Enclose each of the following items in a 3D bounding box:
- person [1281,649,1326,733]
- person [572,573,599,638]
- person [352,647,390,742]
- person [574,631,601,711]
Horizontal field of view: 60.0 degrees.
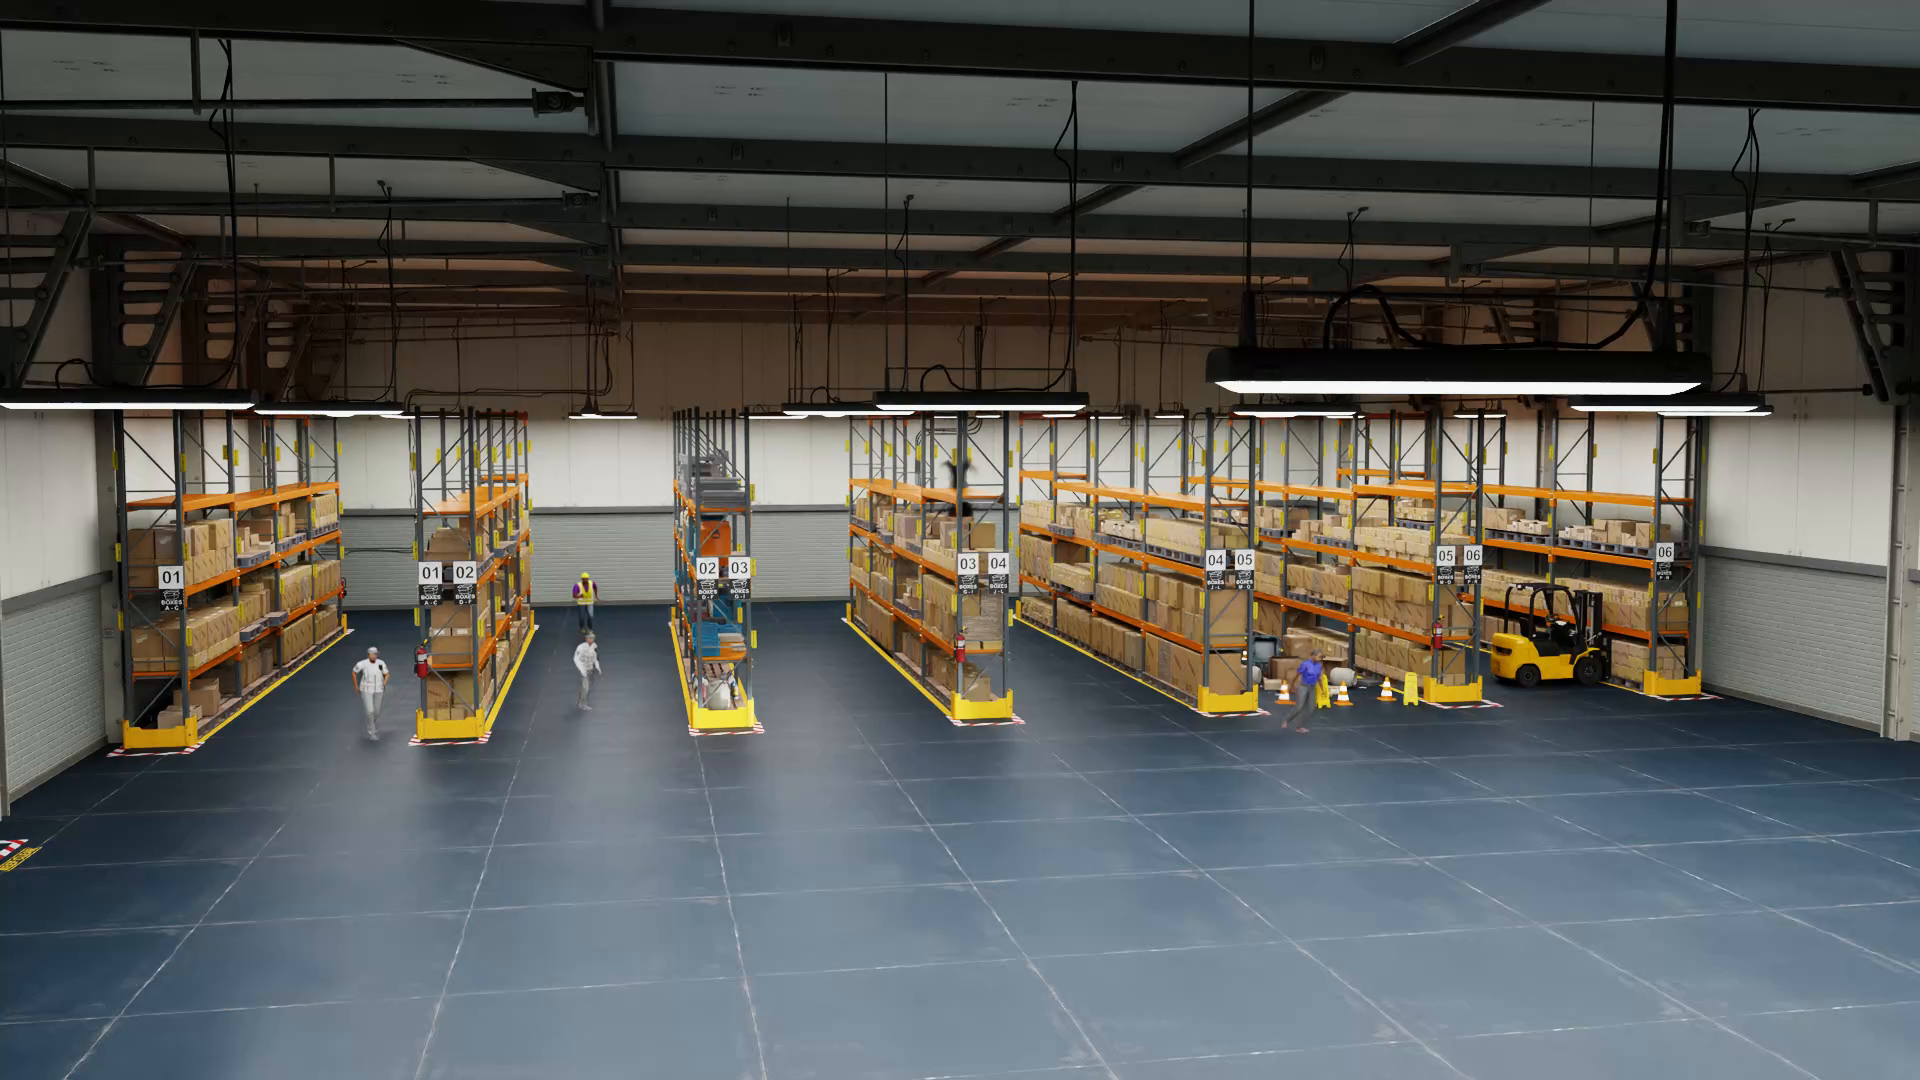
[{"bbox_3d":[6.321,2.759,30.554,0.732,1.574,0.616,-2,5,-28],"label":"person"},{"bbox_3d":[-9.953,1.716,44.232,0.730,1.734,0.976,-1,4,-20],"label":"person"},{"bbox_3d":[-10.647,2.754,30.085,0.617,1.669,0.809,-3,5,-37],"label":"person"},{"bbox_3d":[-7.486,2.585,33.035,0.755,1.626,0.604,3,5,32],"label":"person"}]
